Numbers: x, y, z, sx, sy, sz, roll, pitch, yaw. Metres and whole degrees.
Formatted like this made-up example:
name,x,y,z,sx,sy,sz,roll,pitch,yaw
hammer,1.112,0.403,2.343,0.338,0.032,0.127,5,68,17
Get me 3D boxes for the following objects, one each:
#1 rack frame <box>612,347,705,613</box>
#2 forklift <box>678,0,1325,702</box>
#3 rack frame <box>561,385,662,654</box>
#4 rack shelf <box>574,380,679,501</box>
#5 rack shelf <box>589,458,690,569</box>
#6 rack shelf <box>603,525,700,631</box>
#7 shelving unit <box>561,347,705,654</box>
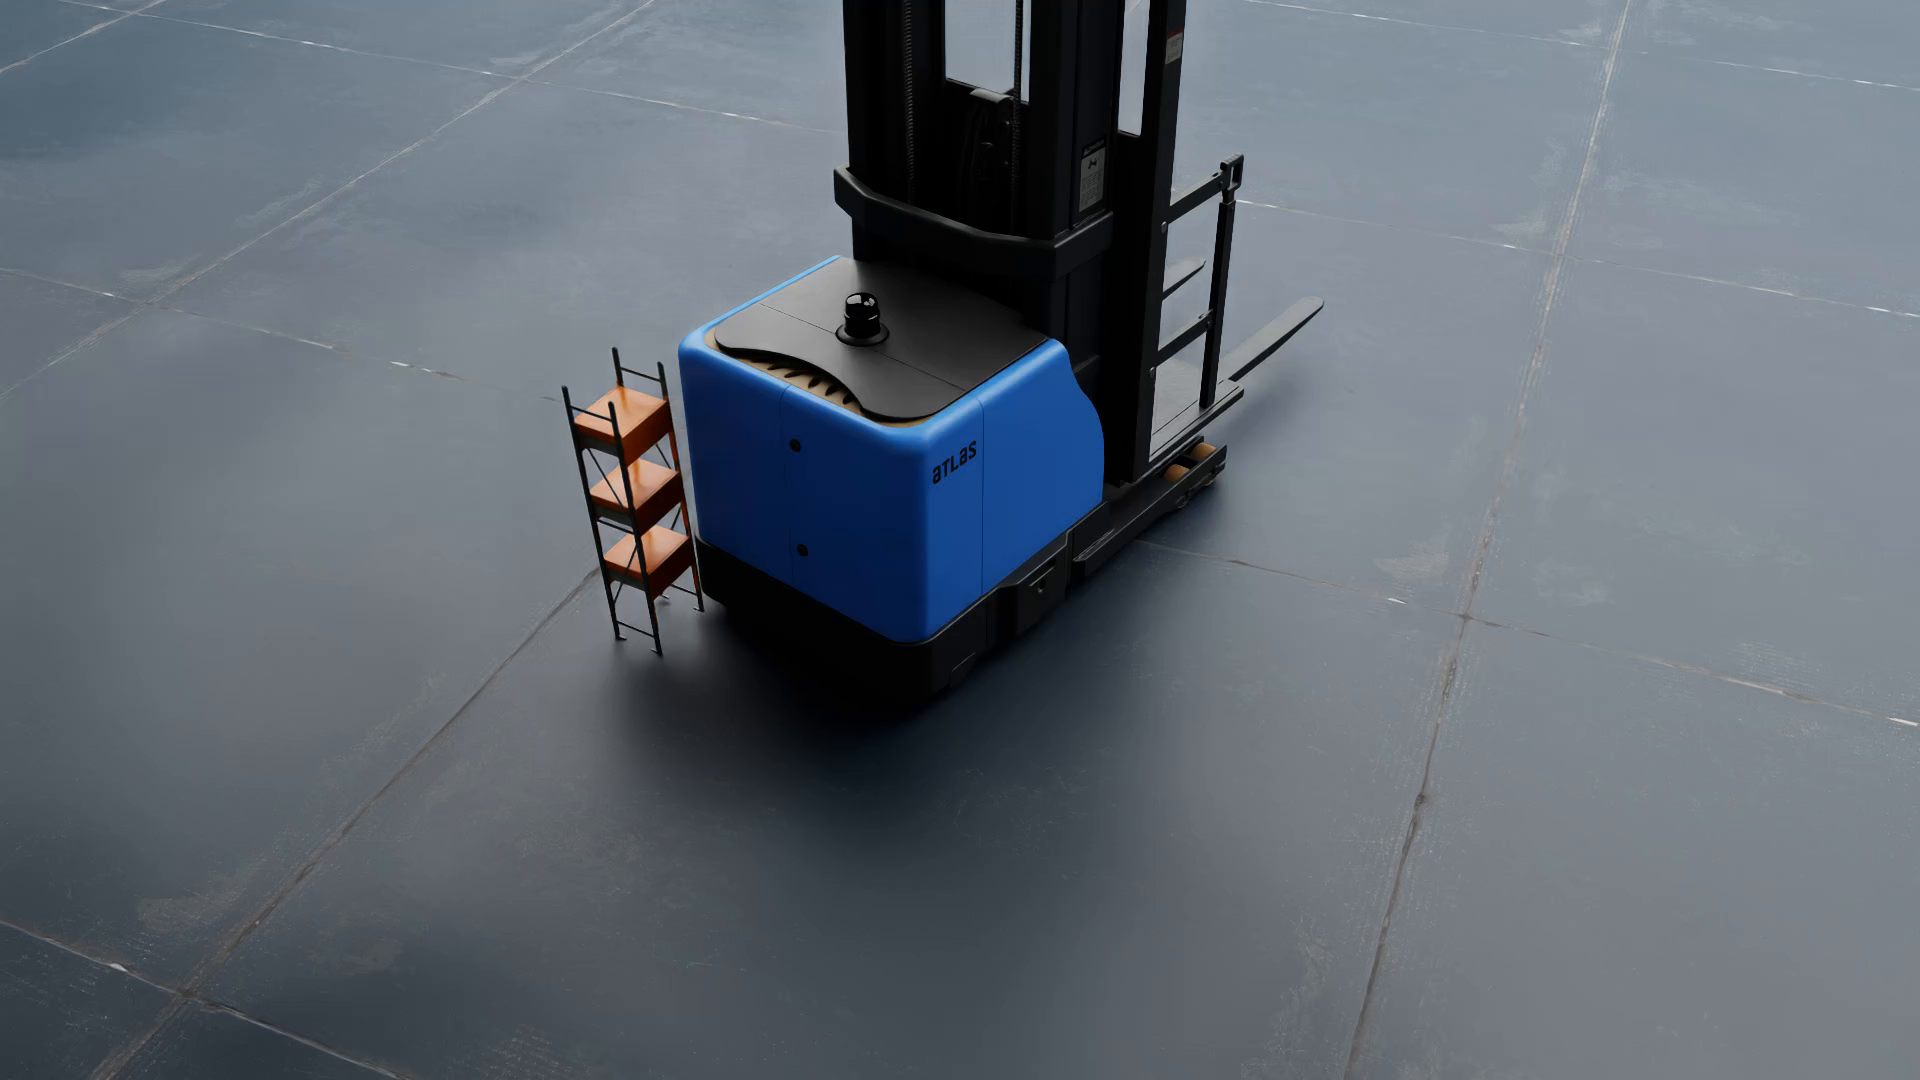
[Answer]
name,x,y,z,sx,sy,sz,roll,pitch,yaw
rack frame,-1.007,-0.180,5.592,0.200,1.050,0.008,19,44,23
forklift,0.390,-1.465,5.762,1.130,2.935,3.031,26,44,30
rack frame,-1.128,-0.042,5.430,0.200,1.050,0.008,19,44,23
rack shelf,-1.075,-0.322,5.337,0.215,0.259,0.240,19,44,23
rack shelf,-1.067,-0.103,5.518,0.215,0.259,0.240,19,44,23
rack shelf,-1.060,0.112,5.695,0.215,0.259,0.240,19,44,23
shelving unit,-1.068,-0.111,5.511,0.215,1.050,0.252,19,44,23
